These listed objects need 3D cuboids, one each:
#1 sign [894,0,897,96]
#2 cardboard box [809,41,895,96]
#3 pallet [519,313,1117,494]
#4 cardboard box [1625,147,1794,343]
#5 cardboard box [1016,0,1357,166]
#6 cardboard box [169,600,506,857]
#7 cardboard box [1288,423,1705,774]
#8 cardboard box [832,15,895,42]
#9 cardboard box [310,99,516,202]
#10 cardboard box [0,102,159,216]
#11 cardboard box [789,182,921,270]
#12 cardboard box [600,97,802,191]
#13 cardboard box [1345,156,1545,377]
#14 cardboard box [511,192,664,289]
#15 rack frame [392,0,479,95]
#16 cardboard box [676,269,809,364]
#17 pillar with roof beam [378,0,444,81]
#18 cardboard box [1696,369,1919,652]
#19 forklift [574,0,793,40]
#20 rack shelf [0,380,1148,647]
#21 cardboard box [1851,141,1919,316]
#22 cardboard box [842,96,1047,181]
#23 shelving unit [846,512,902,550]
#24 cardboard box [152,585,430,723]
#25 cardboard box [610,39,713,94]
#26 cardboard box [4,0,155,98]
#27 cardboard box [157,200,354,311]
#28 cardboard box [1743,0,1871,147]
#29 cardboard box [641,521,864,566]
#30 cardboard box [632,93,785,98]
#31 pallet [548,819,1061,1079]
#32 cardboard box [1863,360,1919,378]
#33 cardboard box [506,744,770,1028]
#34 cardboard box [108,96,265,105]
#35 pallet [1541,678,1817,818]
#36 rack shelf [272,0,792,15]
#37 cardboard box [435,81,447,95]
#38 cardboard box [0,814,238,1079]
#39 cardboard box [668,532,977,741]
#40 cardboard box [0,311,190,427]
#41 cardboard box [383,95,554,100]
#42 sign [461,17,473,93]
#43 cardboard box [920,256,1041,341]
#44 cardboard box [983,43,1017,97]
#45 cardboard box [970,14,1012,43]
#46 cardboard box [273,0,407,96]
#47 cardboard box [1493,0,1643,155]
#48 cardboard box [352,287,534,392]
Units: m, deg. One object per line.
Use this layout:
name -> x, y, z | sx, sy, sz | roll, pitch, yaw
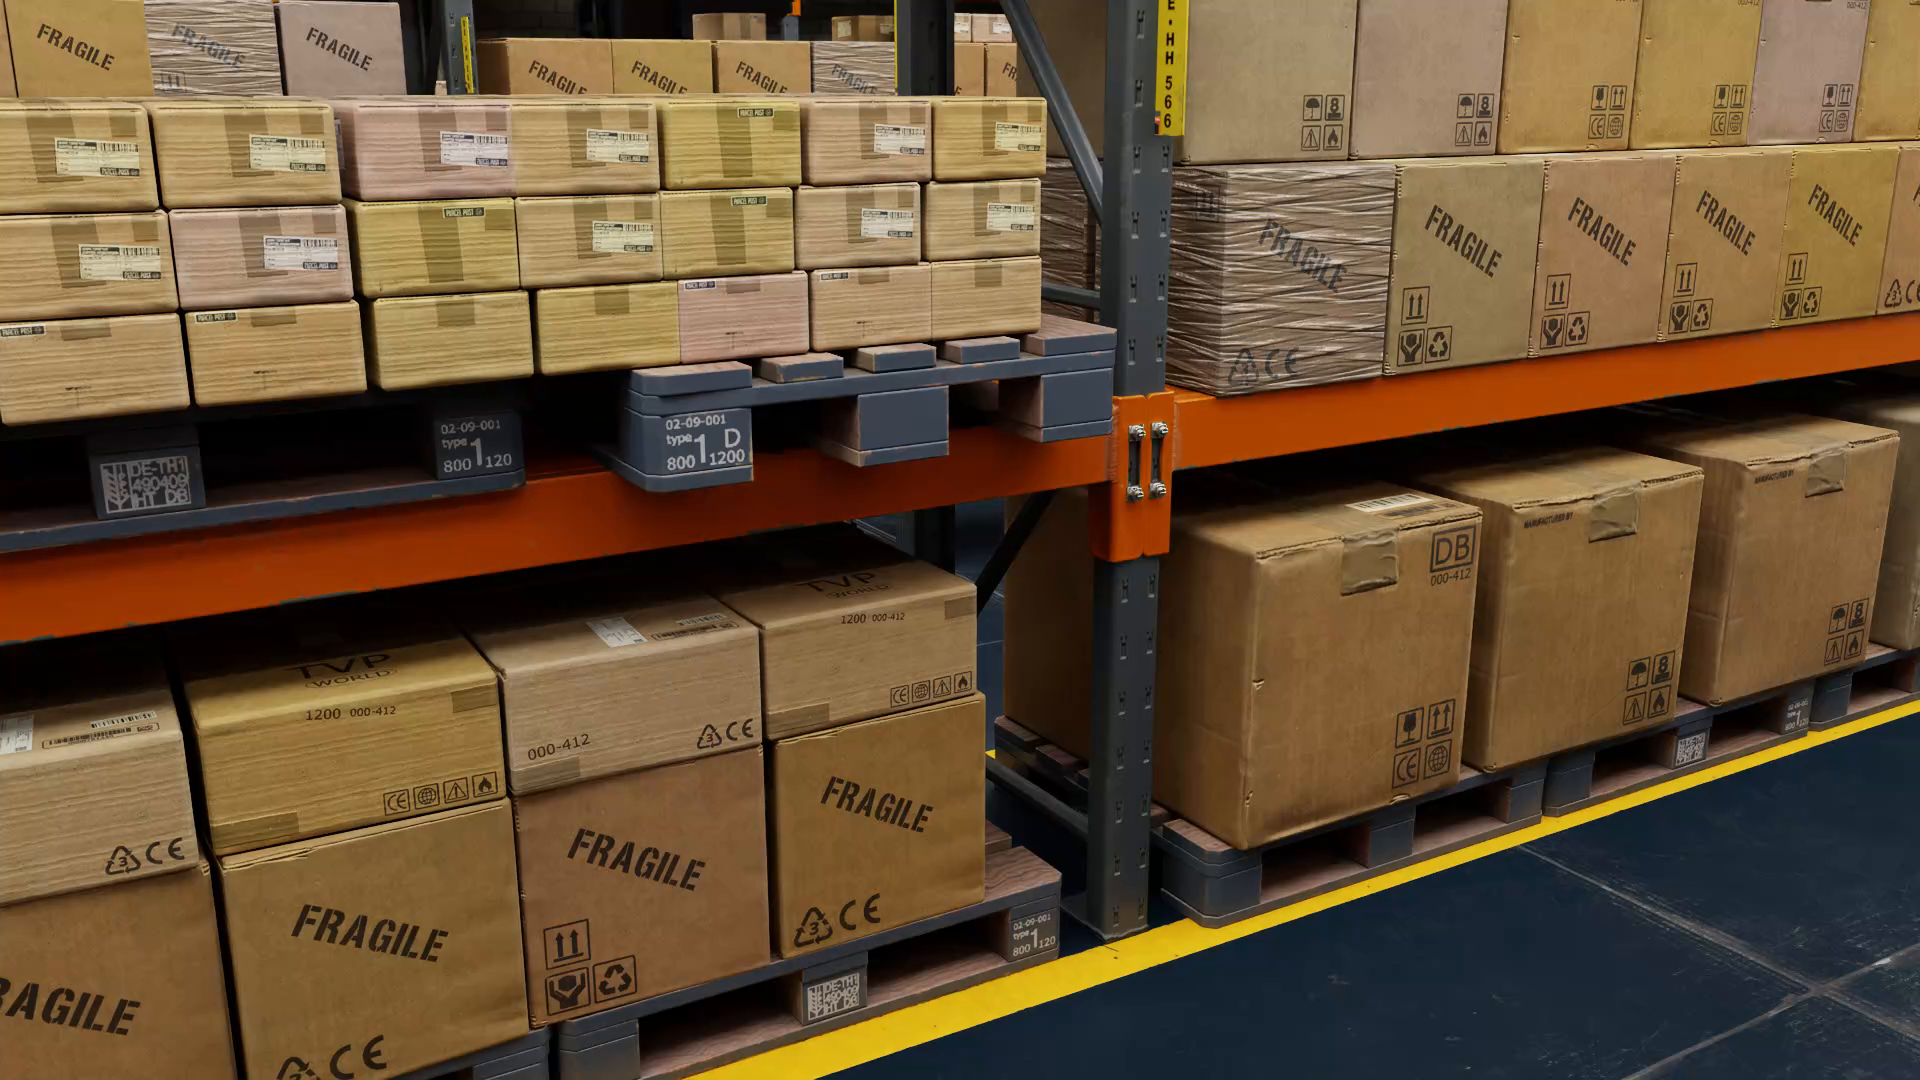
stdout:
sign -> -0.143, -1.289, 4.304 | 0.005, 0.325, 0.100 | -9, 18, -30
cardboard box -> -0.658, -2.354, 8.736 | 0.500, 0.500, 0.500 | -10, 19, -32
pallet -> -0.411, -0.387, 3.589 | 1.003, 0.211, 1.213 | -9, 18, -30
cardboard box -> 1.964, -0.861, 4.740 | 0.500, 0.500, 0.500 | -9, 18, -30
cardboard box -> 0.535, -1.193, 4.070 | 0.500, 0.500, 0.700 | -9, 18, -30
cardboard box -> -1.177, 0.333, 3.130 | 0.500, 0.250, 0.500 | -9, 18, -28
cardboard box -> 1.461, 0.092, 4.915 | 0.750, 0.750, 1.050 | -9, 18, -29
cardboard box -> -0.525, -2.838, 9.260 | 0.250, 0.149, 0.380 | -8, 18, -27
cardboard box -> -0.916, -0.656, 2.777 | 0.250, 0.149, 0.380 | -9, 18, -30
cardboard box -> -1.372, -0.581, 2.512 | 0.250, 0.149, 0.380 | -9, 18, -28
cardboard box -> -0.271, -0.616, 3.187 | 0.250, 0.149, 0.380 | -8, 18, -28
cardboard box -> -0.480, -0.726, 3.027 | 0.250, 0.149, 0.380 | -9, 18, -28
cardboard box -> 1.104, -0.723, 4.245 | 0.500, 0.500, 0.500 | -9, 18, -30
cardboard box -> -0.710, -0.544, 2.930 | 0.250, 0.149, 0.380 | -9, 18, -30
rack frame -> -2.490, -1.734, 8.040 | 0.127, 3.000, 1.000 | -9, 18, -30
cardboard box -> -0.475, -0.440, 3.108 | 0.250, 0.149, 0.380 | -9, 18, -29
pillar with roof beam -> -2.180, -5.165, 9.162 | 0.400, 9.000, 9.100 | -9, 18, -30
cardboard box -> 3.088, -0.171, 5.853 | 0.750, 0.750, 1.050 | -9, 18, -30
forklift -> -1.755, -2.628, 11.355 | 3.031, 2.935, 1.130 | -9, 18, -30
rack shelf -> -1.569, 0.021, 3.109 | 4.000, 0.370, 1.077 | -9, 18, -30
cardboard box -> 2.831, -1.003, 5.244 | 0.500, 0.500, 0.500 | -9, 18, -30
cardboard box -> -0.039, -0.797, 3.280 | 0.250, 0.149, 0.380 | -10, 19, -32
shelving unit -> 0.073, -0.734, 7.250 | 1.048, 1.500, 0.538 | -9, 18, -30
cardboard box -> -1.436, 0.213, 3.555 | 0.500, 0.250, 0.500 | -9, 18, -29
cardboard box -> -1.543, -2.211, 8.226 | 0.500, 0.500, 0.500 | -8, 18, -27
cardboard box -> -3.664, -1.991, 6.917 | 0.500, 0.500, 0.500 | -9, 18, -30
cardboard box -> -1.148, -0.474, 2.679 | 0.250, 0.149, 0.380 | -9, 18, -28
cardboard box -> 2.278, -1.476, 5.081 | 0.500, 0.500, 0.700 | -9, 18, -29
cardboard box -> -0.570, 0.077, 4.042 | 0.500, 0.250, 0.500 | -10, 19, -32
cardboard box -> -0.579, -0.913, 3.696 | 0.250, 0.149, 0.380 | -10, 18, -31
pallet -> -0.525, 0.848, 3.994 | 1.213, 0.211, 1.003 | -9, 18, -30
cardboard box -> 4.149, -0.410, 6.472 | 0.875, 0.875, 0.875 | -9, 18, -29
cardboard box -> -0.731, 0.622, 3.488 | 0.500, 0.500, 0.500 | -8, 18, -27
cardboard box -> -1.476, -0.768, 3.179 | 0.250, 0.149, 0.380 | -9, 18, -28
pallet -> 1.905, 0.479, 5.310 | 1.213, 0.211, 1.003 | -9, 18, -30
rack shelf -> -3.336, -4.258, 12.819 | 4.000, 0.370, 1.077 | -9, 18, -30
cardboard box -> -3.972, -3.337, 12.371 | 0.250, 0.149, 0.380 | -9, 18, -29
cardboard box -> -1.619, 0.763, 2.983 | 0.500, 0.500, 0.500 | -9, 18, -29
cardboard box -> -0.306, 0.193, 3.628 | 0.500, 0.250, 0.500 | -10, 18, -31
cardboard box -> -1.375, -0.294, 2.588 | 0.250, 0.149, 0.380 | -10, 19, -32
cardboard box -> -1.019, -0.844, 3.447 | 0.250, 0.149, 0.380 | -10, 19, -32
sign -> -2.202, -2.164, 7.427 | 0.005, 0.325, 0.100 | -9, 18, -30
cardboard box -> -0.041, -0.509, 3.357 | 0.250, 0.149, 0.380 | -9, 18, -29
cardboard box -> 0.236, -2.497, 9.247 | 0.500, 0.500, 0.500 | -9, 18, -29
cardboard box -> 0.075, -2.781, 9.057 | 0.250, 0.149, 0.380 | -10, 18, -31
cardboard box -> -2.799, -2.132, 7.419 | 0.500, 0.500, 0.500 | -10, 18, -31
cardboard box -> 1.407, -1.335, 4.578 | 0.500, 0.500, 0.700 | -10, 18, -31
cardboard box -> -0.920, -0.368, 2.852 | 0.250, 0.149, 0.380 | -10, 19, -32
